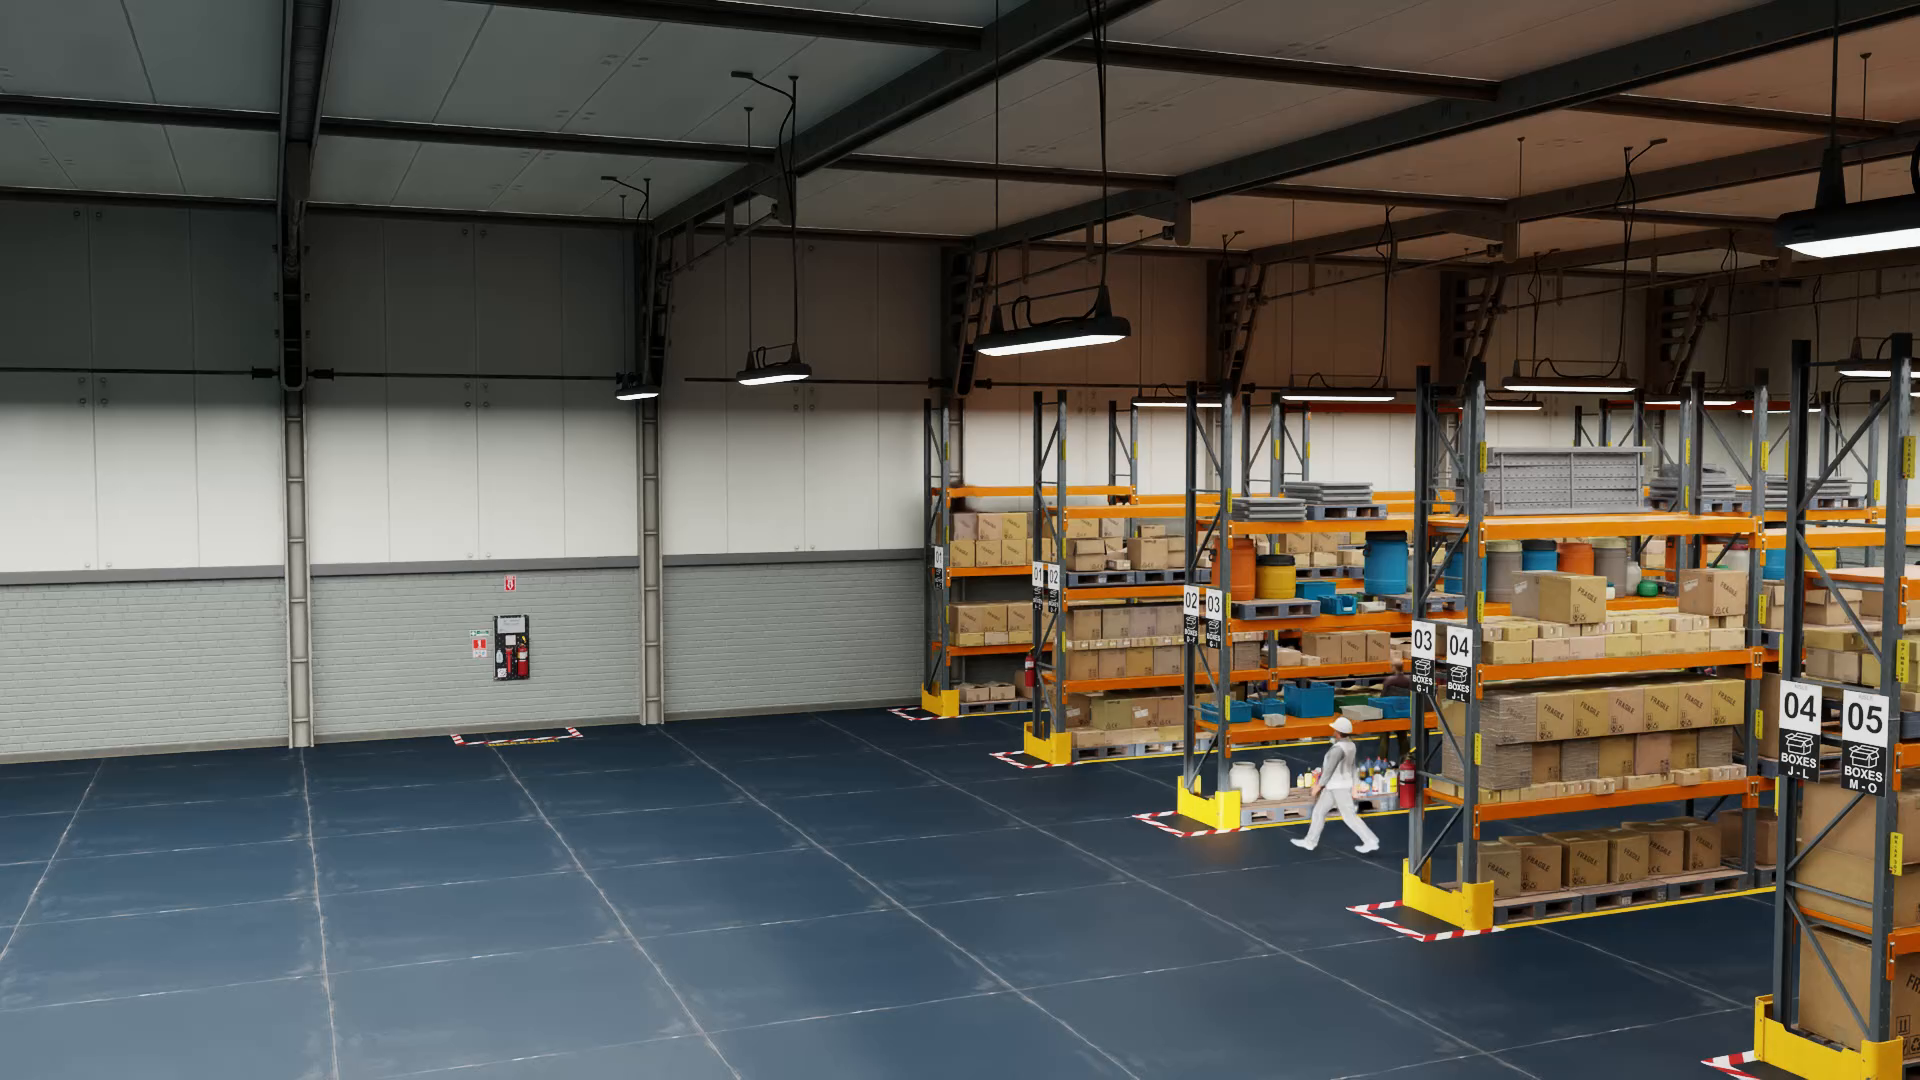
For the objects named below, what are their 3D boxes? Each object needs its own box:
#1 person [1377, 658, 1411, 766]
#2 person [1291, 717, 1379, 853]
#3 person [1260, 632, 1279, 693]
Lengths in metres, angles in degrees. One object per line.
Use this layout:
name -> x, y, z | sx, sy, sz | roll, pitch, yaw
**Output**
person -> 6.778, 2.738, 26.150 | 0.629, 1.785, 0.469 | -1, 4, -17
person -> 4.705, 3.071, 20.805 | 1.069, 1.726, 0.480 | 0, 3, 5
person -> 5.881, 2.503, 31.631 | 0.940, 1.595, 0.543 | -2, 4, -32
